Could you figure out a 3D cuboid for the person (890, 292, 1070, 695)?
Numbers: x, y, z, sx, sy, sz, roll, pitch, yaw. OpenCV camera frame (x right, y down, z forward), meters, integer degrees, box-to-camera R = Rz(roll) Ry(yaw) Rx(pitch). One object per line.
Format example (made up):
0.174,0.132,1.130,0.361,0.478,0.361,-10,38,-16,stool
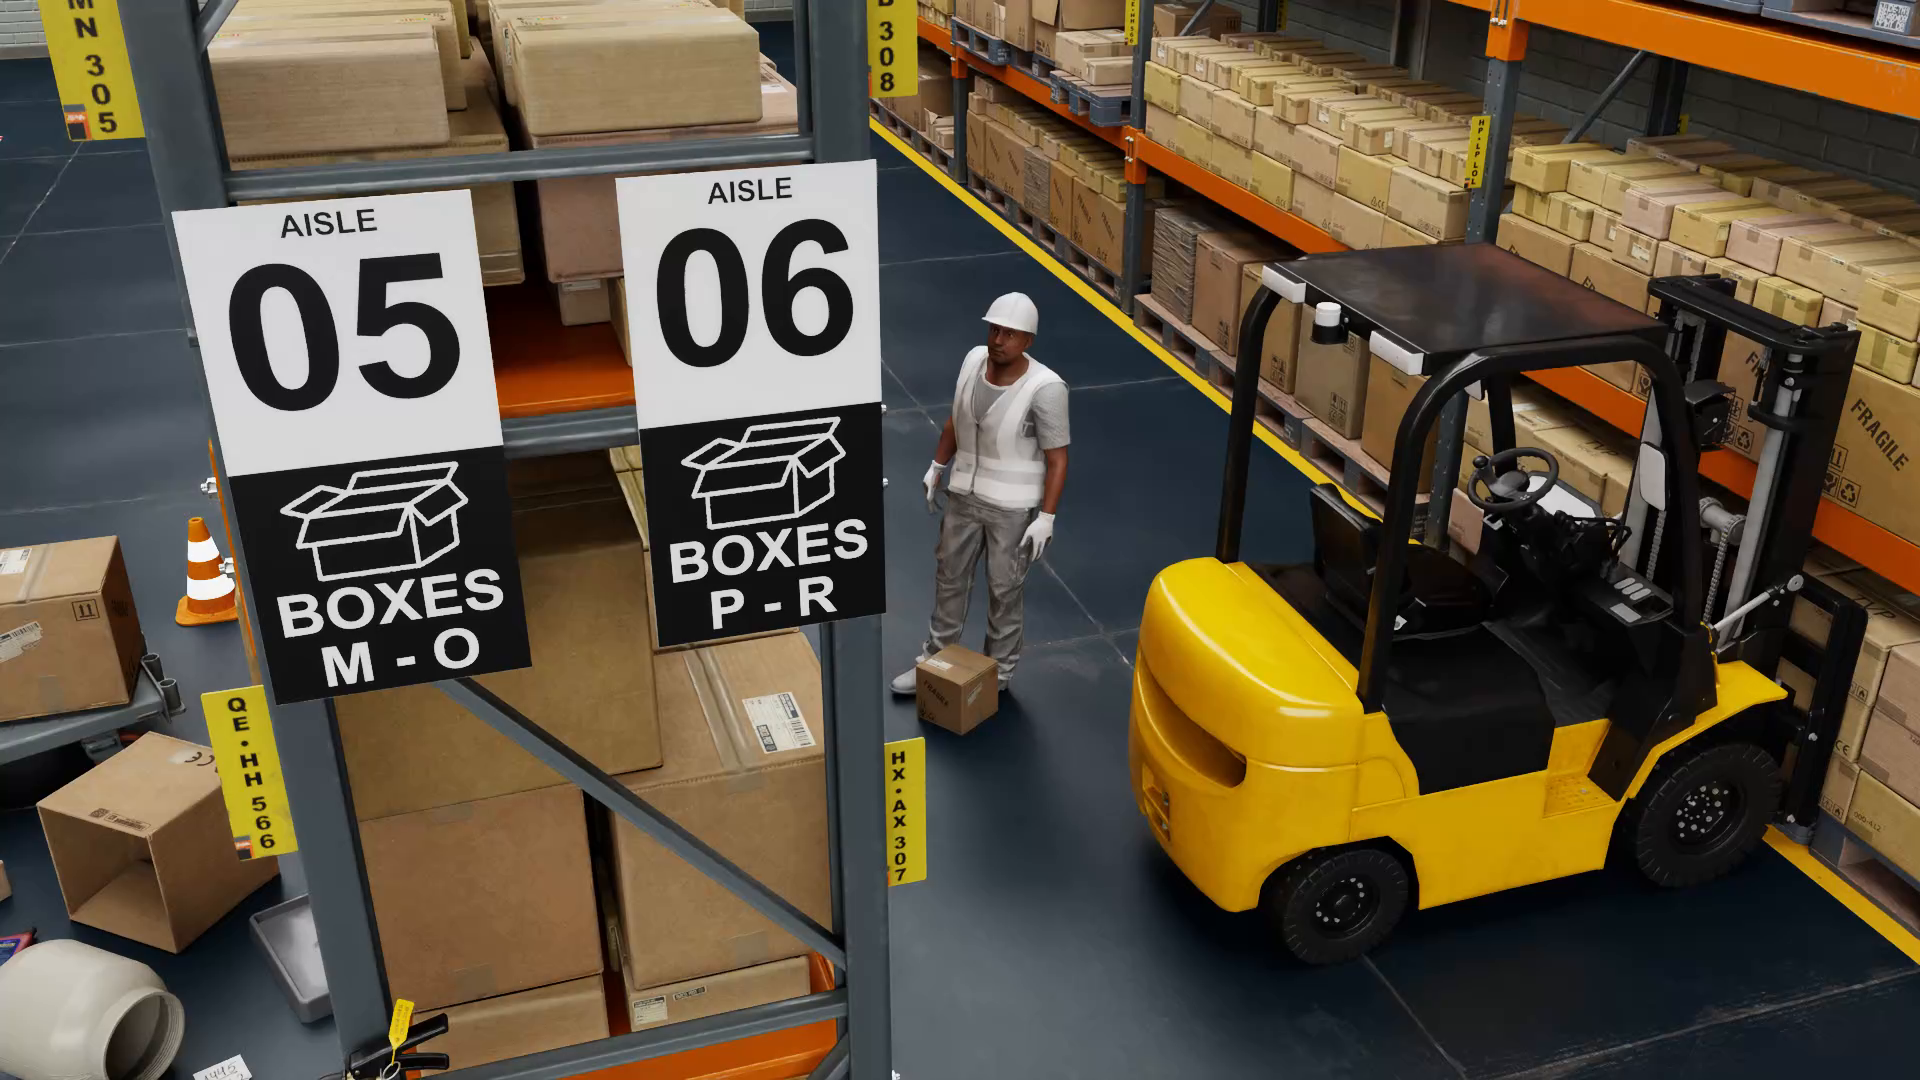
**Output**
0.092,-0.142,6.859,0.656,1.782,0.577,21,33,36,person
